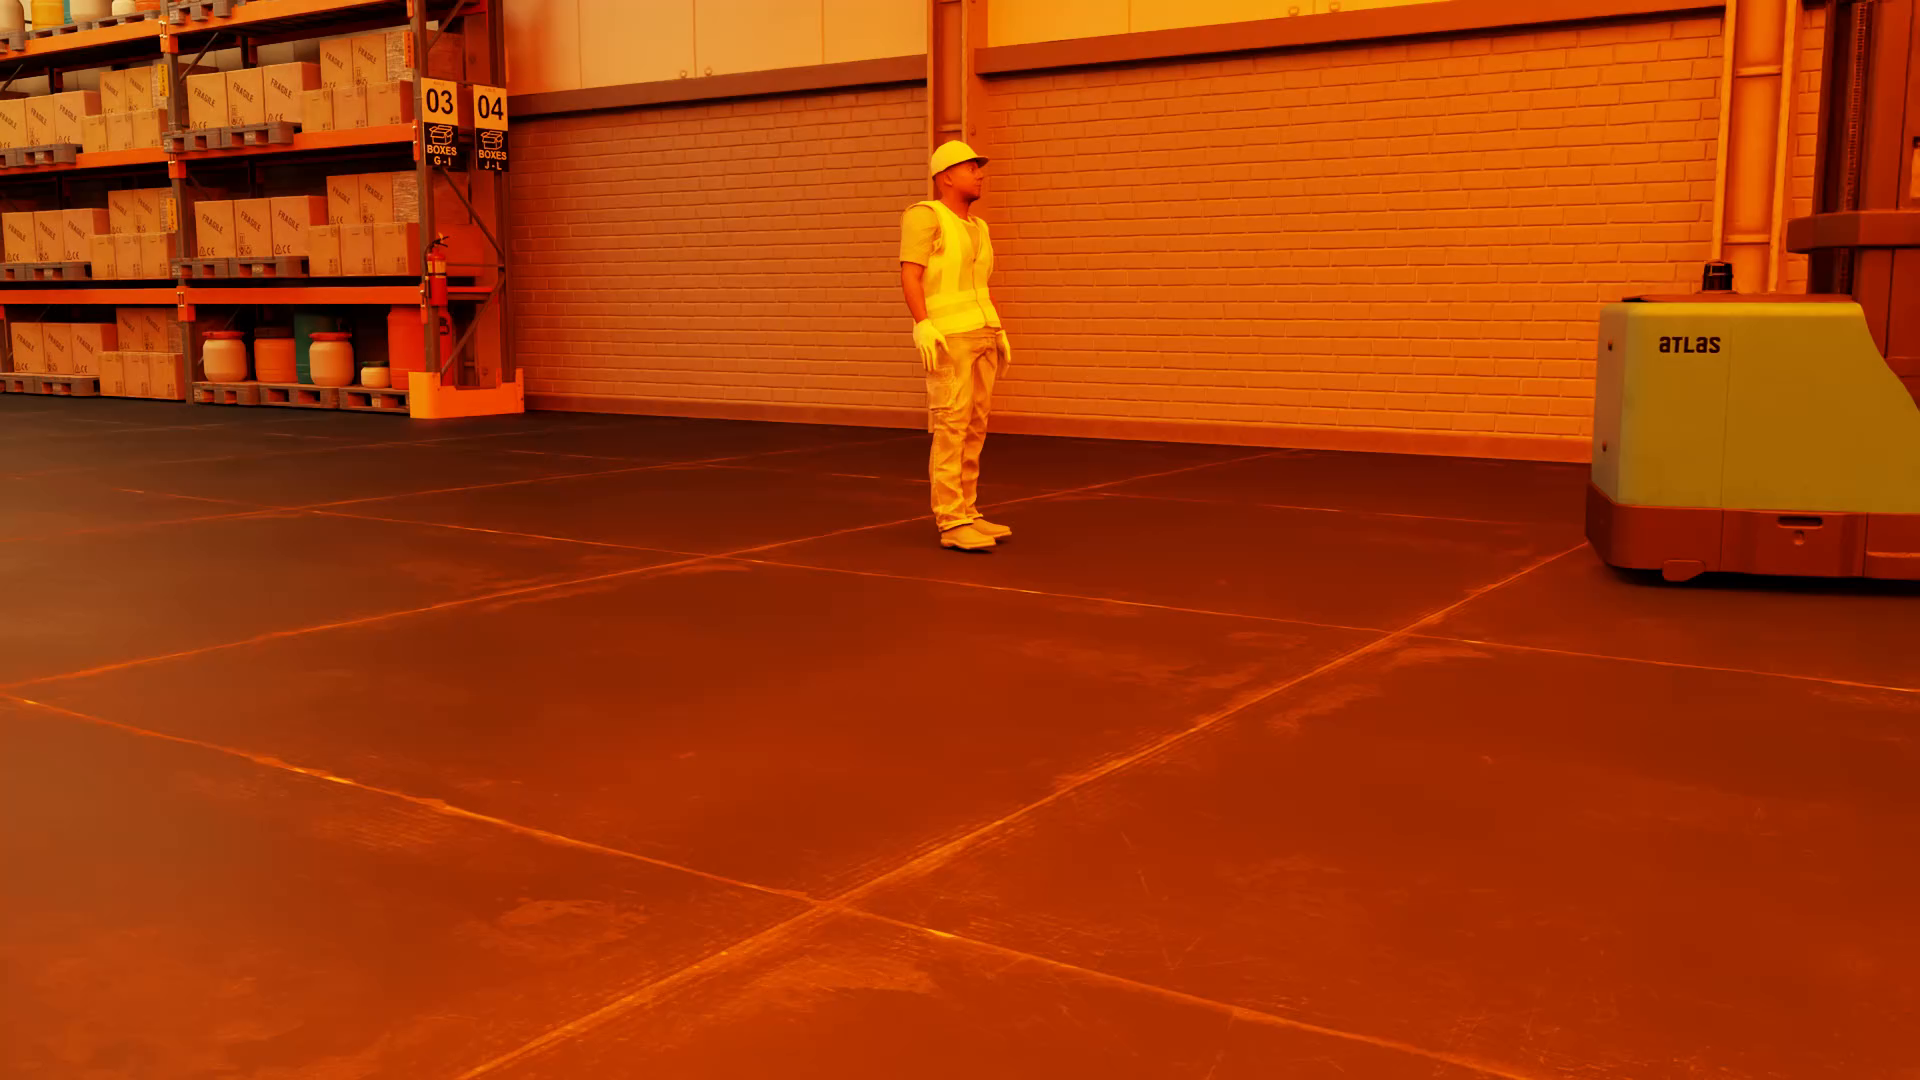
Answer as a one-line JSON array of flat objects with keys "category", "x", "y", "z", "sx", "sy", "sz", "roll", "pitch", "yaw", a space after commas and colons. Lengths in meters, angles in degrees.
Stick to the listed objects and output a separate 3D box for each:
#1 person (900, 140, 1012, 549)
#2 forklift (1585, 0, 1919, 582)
[{"category": "person", "x": 0.054, "y": -0.883, "z": 7.430, "sx": 0.577, "sy": 1.782, "sz": 0.656, "roll": 5, "pitch": 10, "yaw": 34}, {"category": "forklift", "x": 4.081, "y": -1.290, "z": 6.266, "sx": 3.031, "sy": 2.935, "sz": 1.130, "roll": 2, "pitch": 8, "yaw": 14}]
